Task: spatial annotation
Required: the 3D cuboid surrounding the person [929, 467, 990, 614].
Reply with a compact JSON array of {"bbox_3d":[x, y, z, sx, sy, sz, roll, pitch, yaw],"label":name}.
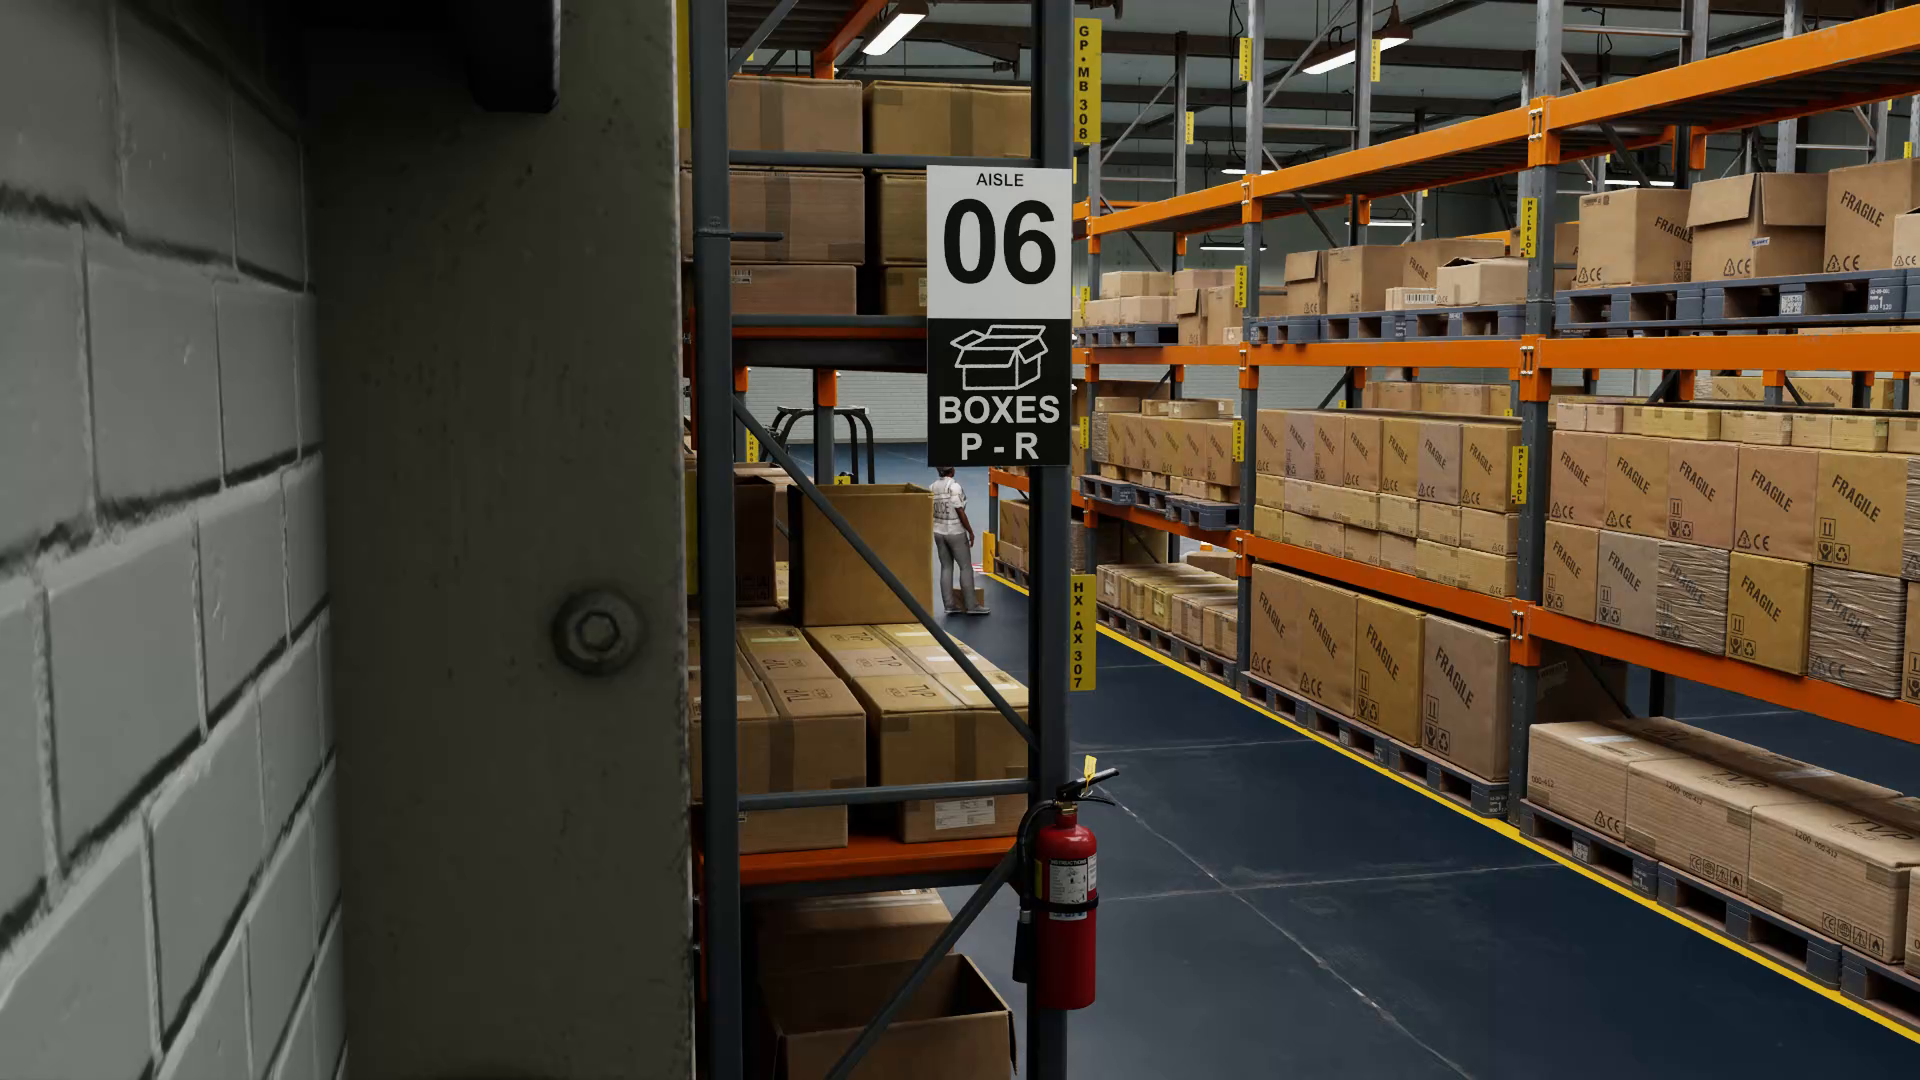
[{"bbox_3d":[-0.035,-0.067,17.555,0.568,1.694,0.529,6,9,44],"label":"person"}]
